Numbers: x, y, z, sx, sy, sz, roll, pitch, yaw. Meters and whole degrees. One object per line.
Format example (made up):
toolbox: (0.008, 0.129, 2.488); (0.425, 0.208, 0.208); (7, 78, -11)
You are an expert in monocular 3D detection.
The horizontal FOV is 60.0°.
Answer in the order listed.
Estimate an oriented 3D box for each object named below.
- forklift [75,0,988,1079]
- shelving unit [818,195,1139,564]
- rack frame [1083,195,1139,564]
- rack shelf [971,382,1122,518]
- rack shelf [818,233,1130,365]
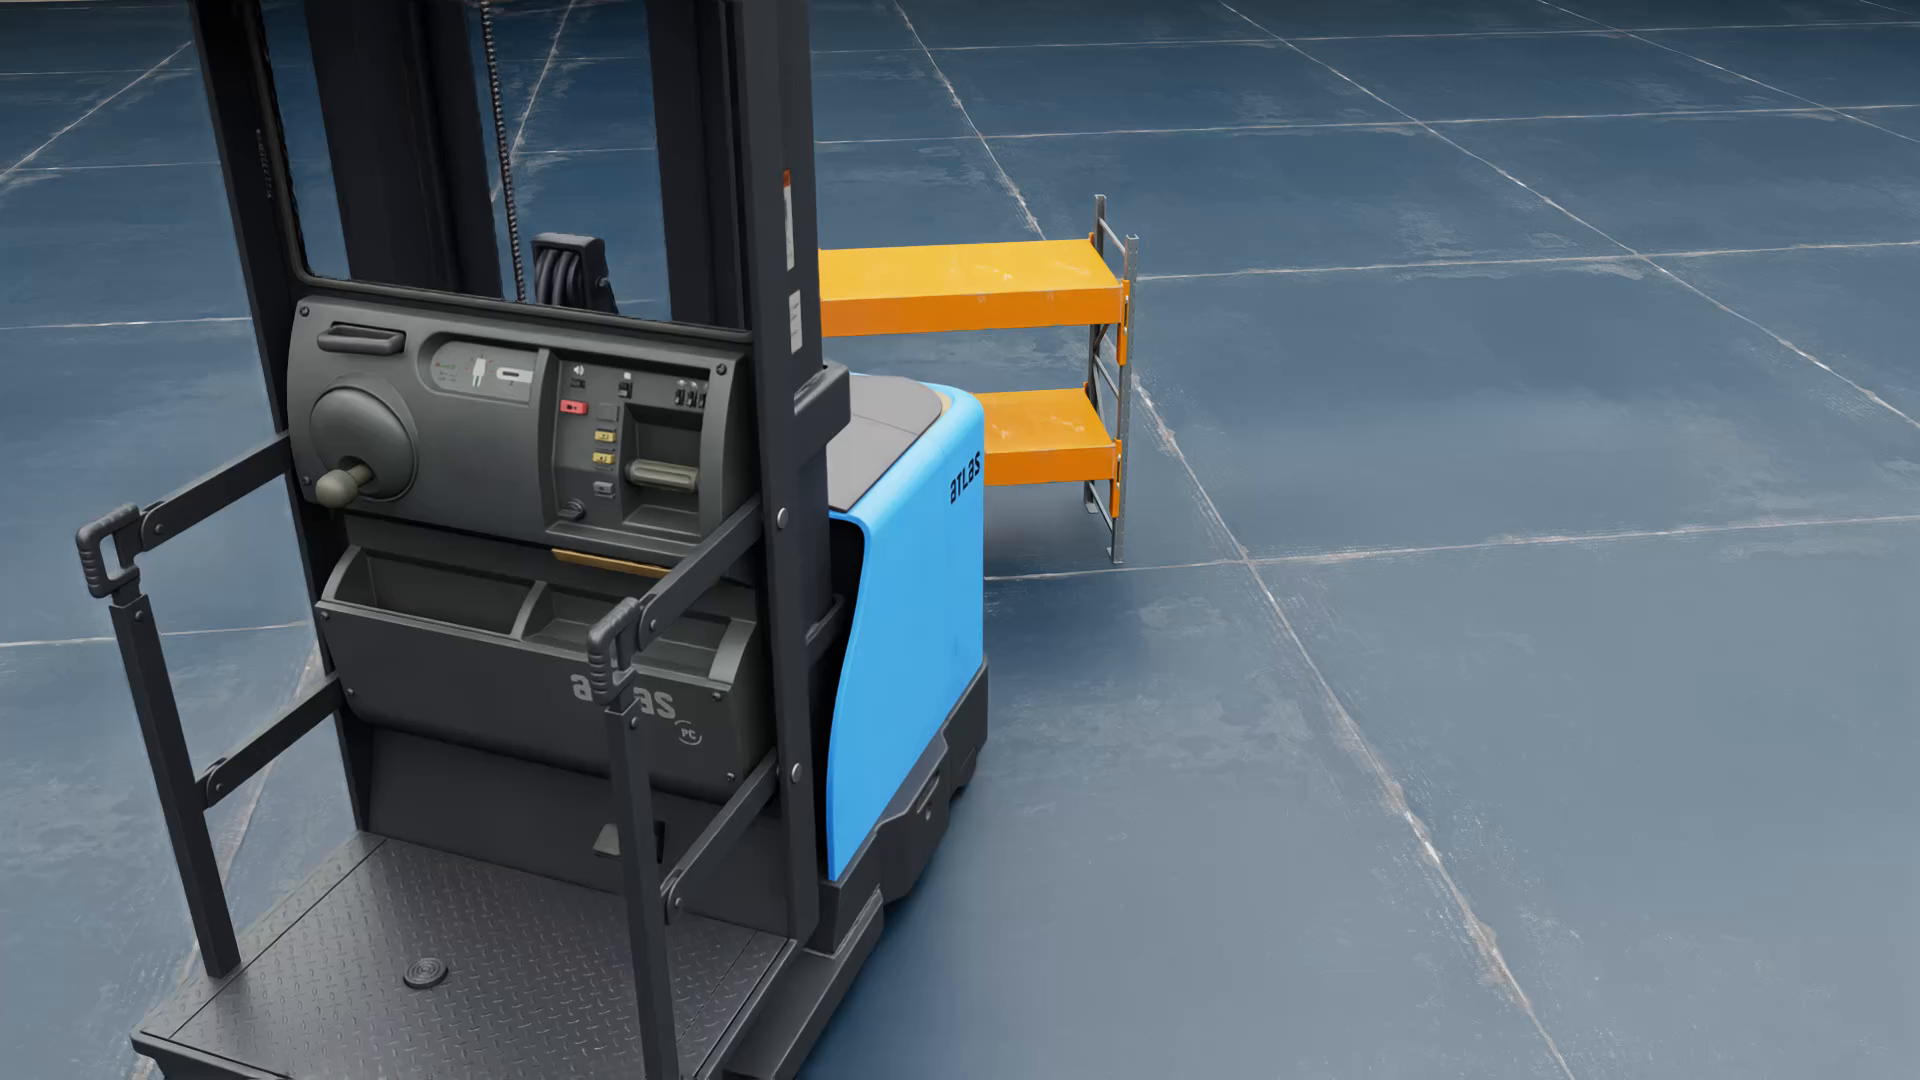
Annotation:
forklift: (-0.907, -0.169, 2.868); (1.130, 2.935, 3.031); (9, 29, 18)
shelving unit: (-0.007, -0.500, 5.492); (1.048, 1.125, 0.538); (-4, 27, -7)
rack frame: (0.497, -0.532, 5.555); (0.032, 1.125, 0.500); (-4, 27, -7)
rack shelf: (-0.007, -0.282, 5.604); (1.000, 0.278, 0.538); (-4, 27, -7)
rack shelf: (-0.007, -0.760, 5.359); (1.000, 0.278, 0.538); (-4, 27, -7)
